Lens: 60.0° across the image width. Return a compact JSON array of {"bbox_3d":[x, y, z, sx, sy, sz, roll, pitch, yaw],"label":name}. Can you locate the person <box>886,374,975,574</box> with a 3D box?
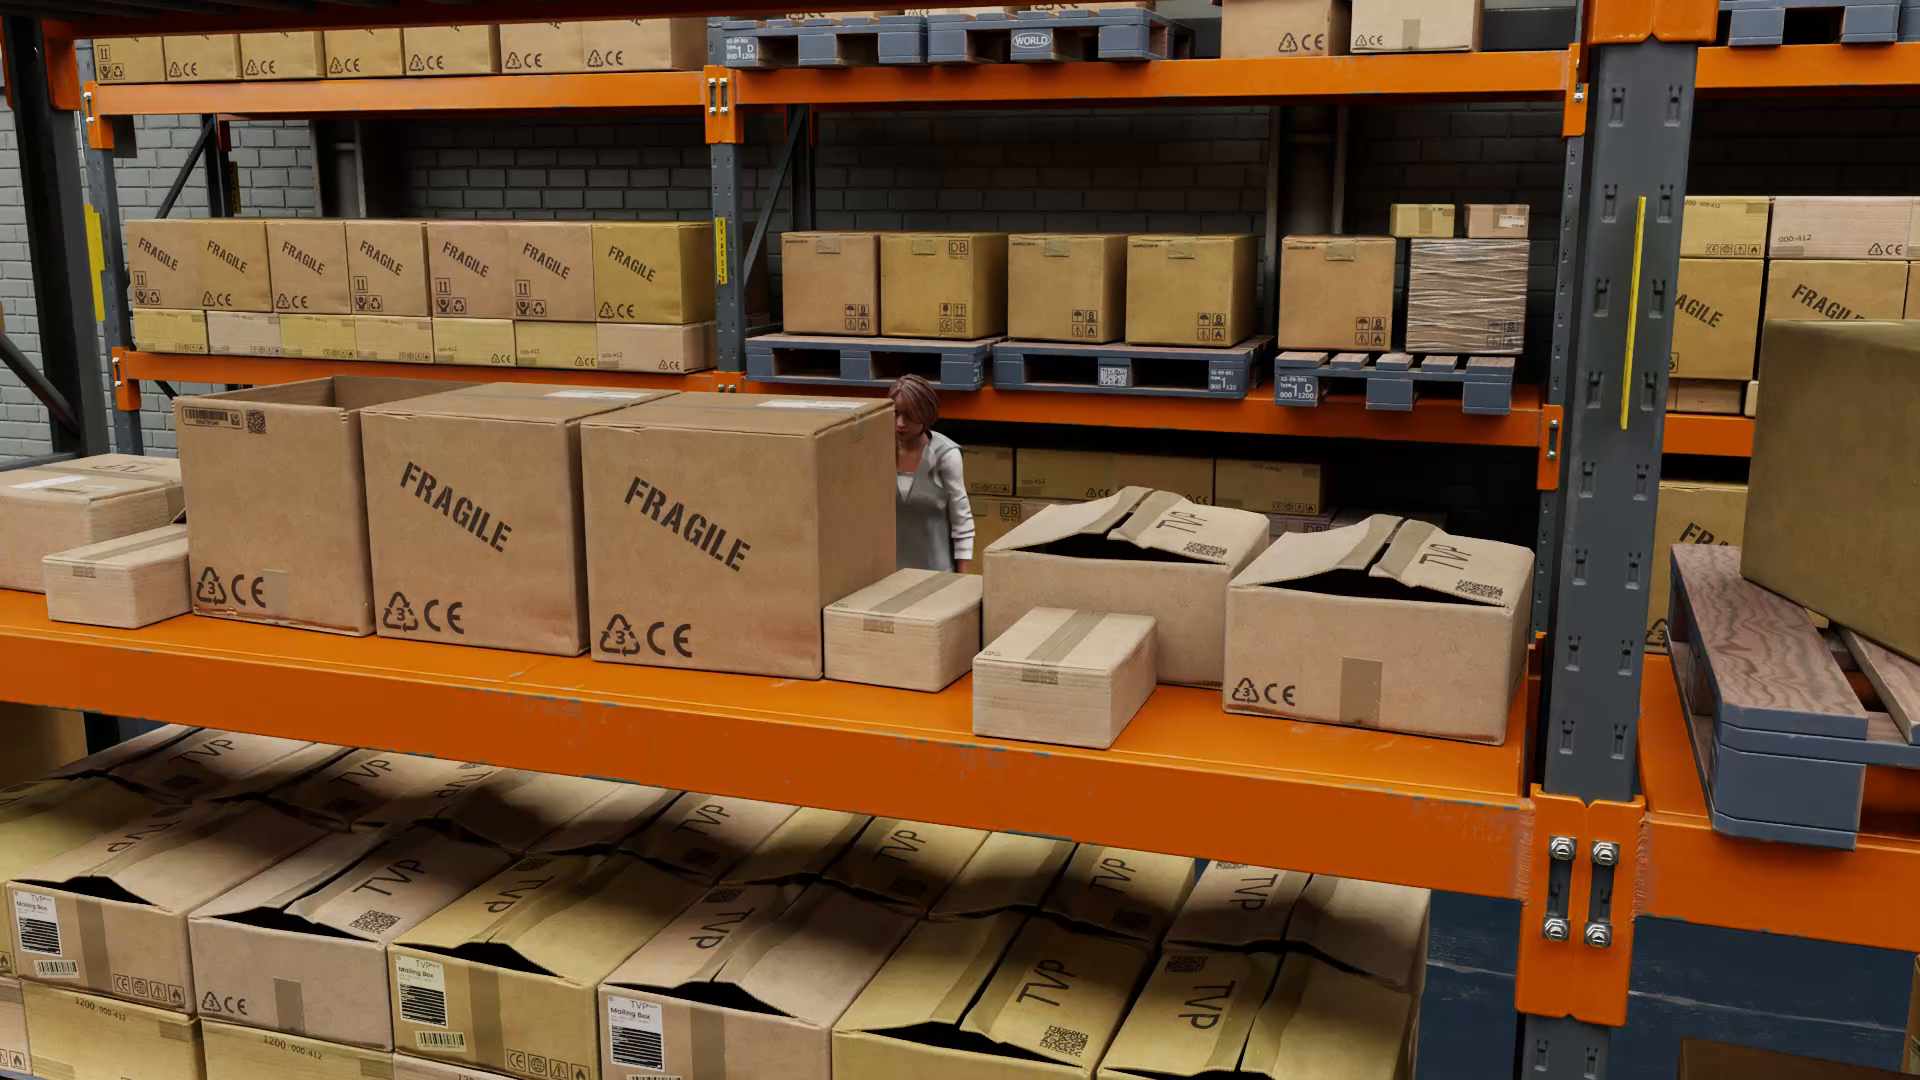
[{"bbox_3d":[-0.172,0.176,6.166,0.463,1.593,0.344,4,13,19],"label":"person"}]
